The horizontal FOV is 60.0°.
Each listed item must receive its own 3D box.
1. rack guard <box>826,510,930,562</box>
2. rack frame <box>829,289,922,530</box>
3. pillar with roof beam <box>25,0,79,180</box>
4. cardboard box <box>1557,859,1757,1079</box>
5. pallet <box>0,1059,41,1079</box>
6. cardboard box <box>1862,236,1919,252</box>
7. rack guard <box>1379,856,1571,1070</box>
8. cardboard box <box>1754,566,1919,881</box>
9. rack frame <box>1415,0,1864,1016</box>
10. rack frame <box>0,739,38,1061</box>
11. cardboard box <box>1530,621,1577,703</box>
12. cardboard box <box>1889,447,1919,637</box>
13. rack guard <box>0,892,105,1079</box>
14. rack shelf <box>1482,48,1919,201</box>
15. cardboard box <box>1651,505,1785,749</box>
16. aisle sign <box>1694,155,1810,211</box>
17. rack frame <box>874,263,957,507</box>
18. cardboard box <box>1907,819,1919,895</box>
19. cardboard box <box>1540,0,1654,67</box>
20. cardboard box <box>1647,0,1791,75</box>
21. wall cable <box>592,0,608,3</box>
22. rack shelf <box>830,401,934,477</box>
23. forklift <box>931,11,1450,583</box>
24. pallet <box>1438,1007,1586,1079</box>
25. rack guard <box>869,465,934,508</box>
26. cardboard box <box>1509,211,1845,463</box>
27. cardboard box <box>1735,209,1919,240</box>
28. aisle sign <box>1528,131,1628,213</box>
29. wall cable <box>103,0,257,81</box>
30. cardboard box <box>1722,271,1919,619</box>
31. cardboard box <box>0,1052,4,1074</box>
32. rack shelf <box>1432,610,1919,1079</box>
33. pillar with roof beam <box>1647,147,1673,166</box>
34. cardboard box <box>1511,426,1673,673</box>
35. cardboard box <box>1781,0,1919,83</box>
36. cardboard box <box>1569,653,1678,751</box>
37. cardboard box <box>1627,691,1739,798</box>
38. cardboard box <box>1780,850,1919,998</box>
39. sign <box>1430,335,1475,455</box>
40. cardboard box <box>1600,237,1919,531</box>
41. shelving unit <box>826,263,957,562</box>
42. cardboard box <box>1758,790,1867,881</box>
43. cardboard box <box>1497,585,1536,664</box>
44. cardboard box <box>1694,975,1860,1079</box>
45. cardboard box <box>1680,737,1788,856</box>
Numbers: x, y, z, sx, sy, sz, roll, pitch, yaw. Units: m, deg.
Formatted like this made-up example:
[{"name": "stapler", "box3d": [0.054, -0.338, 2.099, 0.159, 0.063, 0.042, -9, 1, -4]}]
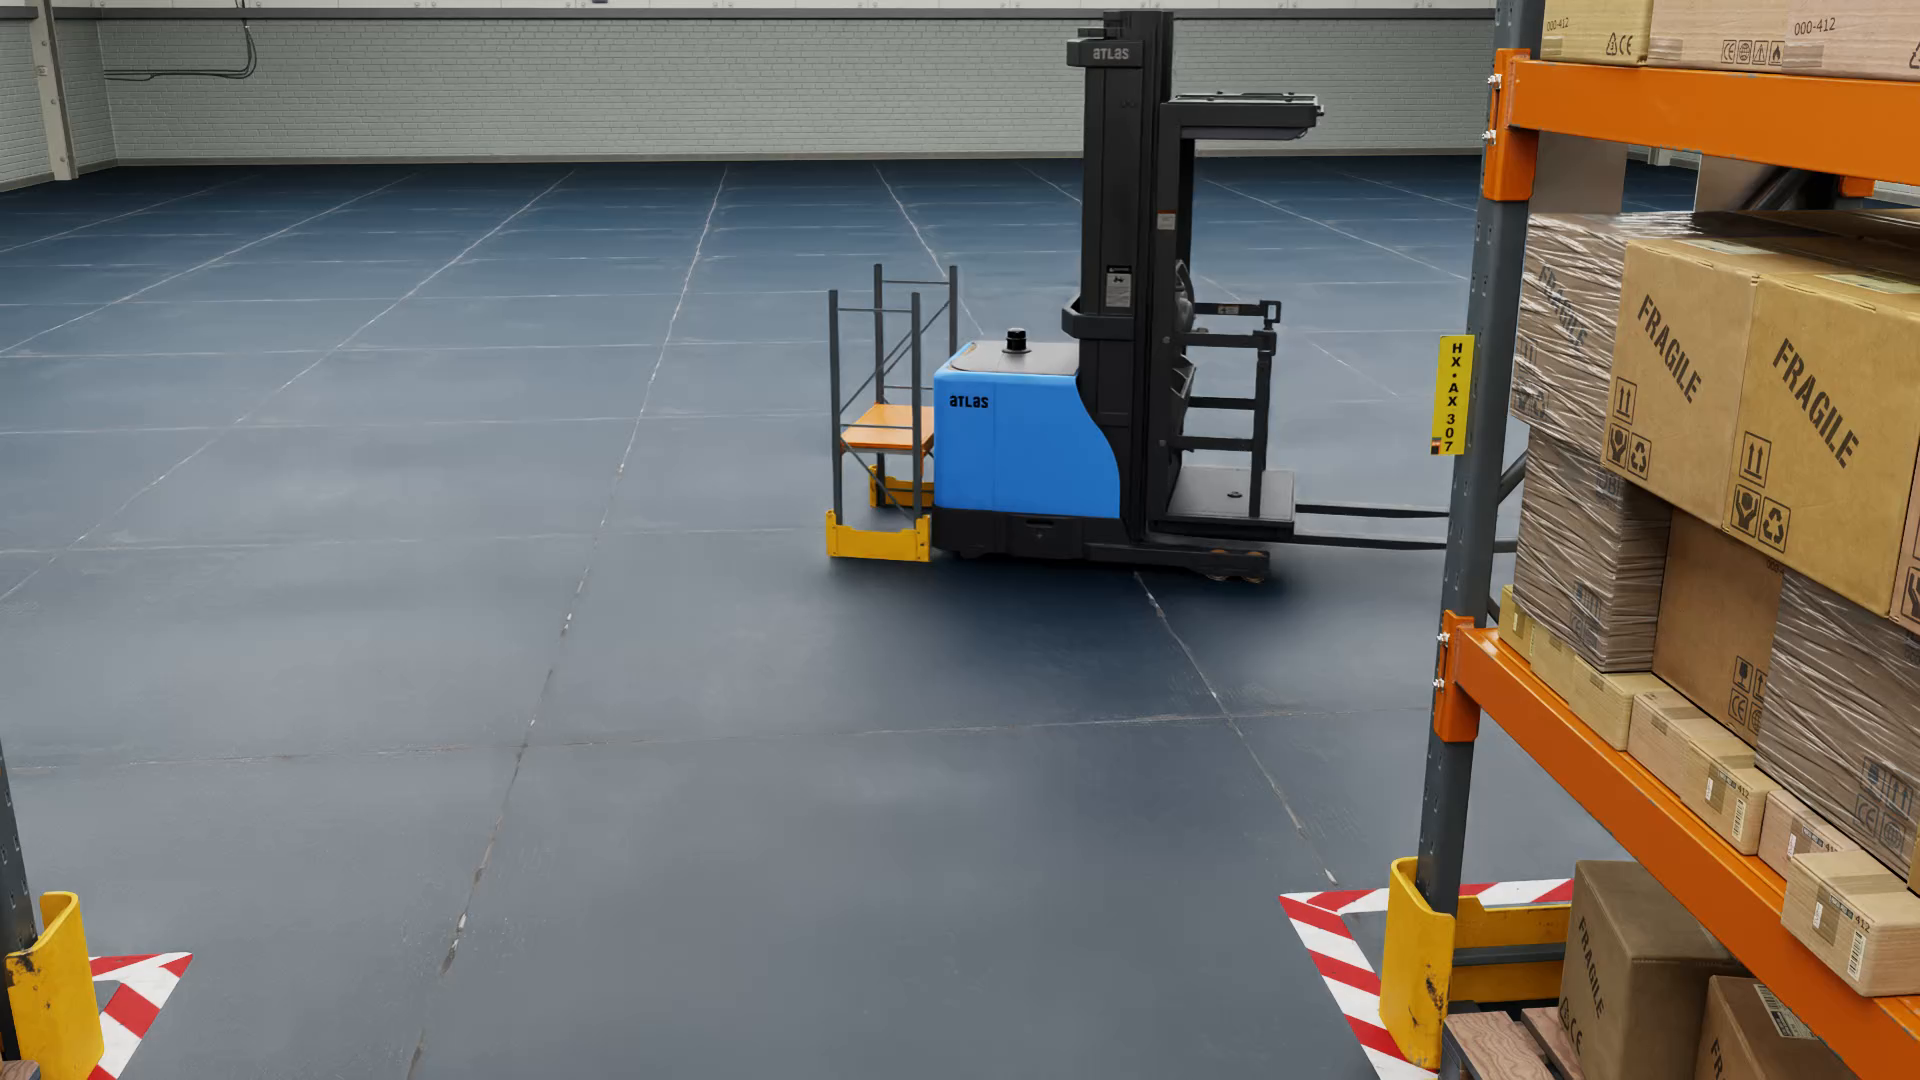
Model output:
[{"name": "rack guard", "box3d": [-0.460, -0.025, 9.340, 0.587, 0.250, 0.087, 3, 18, 11]}, {"name": "rack frame", "box3d": [-0.460, -0.621, 9.151, 0.500, 1.500, 0.032, 3, 18, 11]}, {"name": "pillar with roof beam", "box3d": [-12.568, -11.228, 30.419, 9.100, 9.000, 0.400, -2, 18, -6]}, {"name": "cardboard box", "box3d": [1.910, 1.188, 4.358, 0.500, 0.500, 0.500, 1, 17, 5]}, {"name": "pallet", "box3d": [-2.921, 1.698, 3.915, 1.003, 0.211, 1.213, -2, 18, -6]}, {"name": "cardboard box", "box3d": [2.222, -0.353, 3.459, 0.500, 0.500, 0.500, -2, 18, -6]}, {"name": "rack guard", "box3d": [1.870, 1.224, 4.943, 1.175, 0.500, 0.348, -2, 18, -6]}, {"name": "cardboard box", "box3d": [2.071, 0.280, 3.115, 0.875, 0.500, 0.500, -2, 18, -6]}, {"name": "rack frame", "box3d": [1.862, 0.009, 4.640, 1.000, 3.000, 0.127, -2, 18, -6]}, {"name": "rack frame", "box3d": [-3.082, 0.132, 4.248, 1.000, 3.000, 0.127, -2, 18, -6]}, {"name": "cardboard box", "box3d": [1.661, 0.296, 4.145, 0.380, 0.149, 0.250, -2, 18, -6]}, {"name": "cardboard box", "box3d": [1.803, -0.038, 2.459, 0.500, 0.500, 0.500, -2, 18, -6]}, {"name": "rack guard", "box3d": [-3.084, 1.318, 4.645, 1.175, 0.500, 0.348, -2, 18, -6]}, {"name": "rack shelf", "box3d": [2.069, -0.483, 2.401, 1.077, 0.370, 4.000, -2, 18, -6]}, {"name": "cardboard box", "box3d": [2.063, 0.129, 3.593, 0.875, 0.500, 0.500, -2, 18, -6]}, {"name": "aisle sign", "box3d": [2.154, -1.259, 4.339, 0.394, 0.787, 0.004, -2, 18, -6]}, {"name": "rack frame", "box3d": [-0.265, -0.920, 10.103, 0.500, 1.500, 0.032, 3, 18, 11]}, {"name": "cardboard box", "box3d": [2.111, 0.429, 2.639, 0.875, 0.500, 0.500, -2, 18, -6]}, {"name": "cardboard box", "box3d": [1.655, -1.199, 3.731, 0.500, 0.250, 0.500, -1, 17, -4]}, {"name": "cardboard box", "box3d": [1.714, -1.045, 3.242, 0.500, 0.250, 0.500, -2, 18, -7]}, {"name": "wall cable", "box3d": [-6.395, -13.925, 33.331, 2.305, 6.003, 0.169, -2, 18, -6]}, {"name": "rack shelf", "box3d": [-0.363, -0.599, 9.681, 0.538, 0.185, 1.000, 3, 18, 11]}, {"name": "forklift", "box3d": [1.411, -1.341, 9.055, 3.031, 2.935, 1.130, 4, 18, 11]}, {"name": "pallet", "box3d": [1.919, 1.605, 4.211, 1.003, 0.211, 1.213, -2, 18, -6]}, {"name": "rack guard", "box3d": [-0.269, -0.318, 10.272, 0.587, 0.250, 0.087, 3, 18, 11]}, {"name": "cardboard box", "box3d": [1.648, -0.485, 3.882, 0.500, 0.500, 0.500, -2, 18, -6]}, {"name": "cardboard box", "box3d": [2.165, -0.501, 3.933, 0.500, 0.500, 0.500, -2, 18, -6]}, {"name": "aisle sign", "box3d": [1.558, -1.240, 4.280, 0.394, 0.787, 0.004, -2, 18, -6]}, {"name": "wall cable", "box3d": [-15.839, -10.532, 33.386, 3.097, 2.526, 0.112, -2, 18, -6]}, {"name": "cardboard box", "box3d": [1.746, -0.187, 2.933, 0.500, 0.500, 0.500, -2, 18, -6]}, {"name": "cardboard box", "box3d": [-2.946, 1.146, 3.866, 0.875, 0.875, 0.875, -2, 18, -5]}, {"name": "rack shelf", "box3d": [2.069, 0.948, 2.850, 1.077, 0.370, 4.000, -2, 18, -6]}, {"name": "pillar with roof beam", "box3d": [10.200, -11.935, 32.671, 9.100, 9.000, 0.400, -2, 18, -6]}, {"name": "cardboard box", "box3d": [1.892, -0.016, 4.056, 0.875, 0.500, 0.500, -2, 18, -6]}, {"name": "cardboard box", "box3d": [1.761, -0.898, 2.772, 0.500, 0.250, 0.500, -2, 18, -6]}, {"name": "cardboard box", "box3d": [1.672, 0.371, 3.906, 0.380, 0.149, 0.250, -2, 18, -6]}, {"name": "cardboard box", "box3d": [1.719, 0.445, 3.671, 0.380, 0.149, 0.250, -2, 18, -6]}, {"name": "cardboard box", "box3d": [1.713, 0.671, 2.951, 0.380, 0.149, 0.250, -2, 18, -6]}, {"name": "sign", "box3d": [1.323, -0.387, 4.457, 0.100, 0.325, 0.005, -2, 18, -6]}, {"name": "cardboard box", "box3d": [1.693, -0.336, 3.407, 0.500, 0.500, 0.500, -2, 18, -6]}, {"name": "shelving unit", "box3d": [-0.365, -0.768, 9.619, 0.587, 1.500, 1.083, 3, 18, 11]}, {"name": "cardboard box", "box3d": [1.790, 0.593, 3.198, 0.380, 0.149, 0.250, -2, 18, -6]}, {"name": "cardboard box", "box3d": [1.655, 0.221, 4.384, 0.380, 0.149, 0.250, -2, 18, -6]}, {"name": "cardboard box", "box3d": [2.006, 1.365, 3.794, 0.500, 0.500, 0.500, 3, 18, 9]}, {"name": "cardboard box", "box3d": [1.737, 0.520, 3.433, 0.380, 0.149, 0.250, -2, 18, -6]}]
